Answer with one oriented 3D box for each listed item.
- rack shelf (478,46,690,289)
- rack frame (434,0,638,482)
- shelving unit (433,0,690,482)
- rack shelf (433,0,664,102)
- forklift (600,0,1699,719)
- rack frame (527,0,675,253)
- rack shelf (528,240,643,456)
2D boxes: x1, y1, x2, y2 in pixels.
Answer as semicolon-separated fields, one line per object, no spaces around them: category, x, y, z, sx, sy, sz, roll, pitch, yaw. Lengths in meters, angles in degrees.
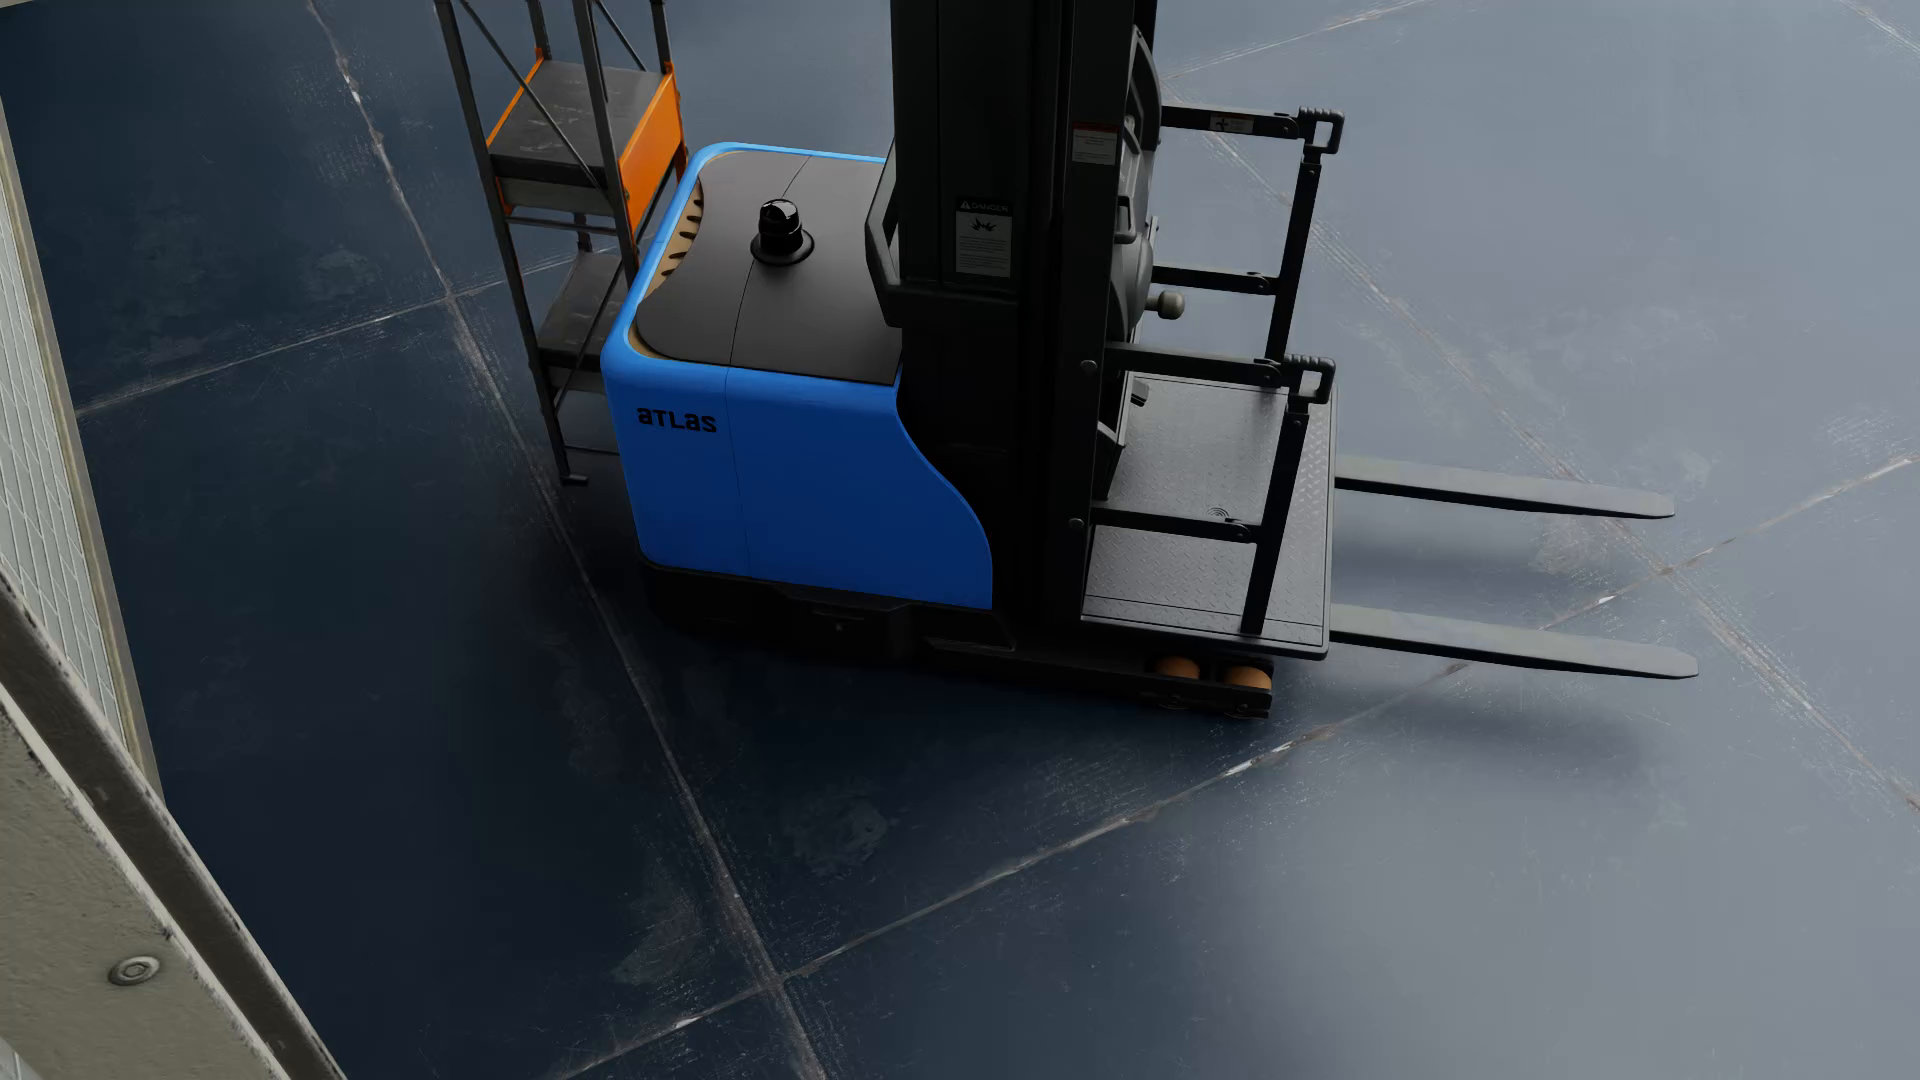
rack shelf;-1.061;-1.040;4.782;0.431;0.518;0.480;8;49;7
rack frame;-1.107;-0.868;4.614;0.400;2.100;0.015;8;49;7
shelving unit;-1.061;-1.049;4.772;0.431;2.100;0.503;8;49;7
rack shelf;-1.061;-1.500;4.255;0.431;0.518;0.480;8;49;7
forklift;0.621;-0.884;4.076;3.031;2.935;1.130;7;49;6
rack frame;-1.015;-1.229;4.930;0.400;2.100;0.015;8;49;7
rack shelf;-1.061;-0.579;5.310;0.431;0.518;0.480;8;49;7
